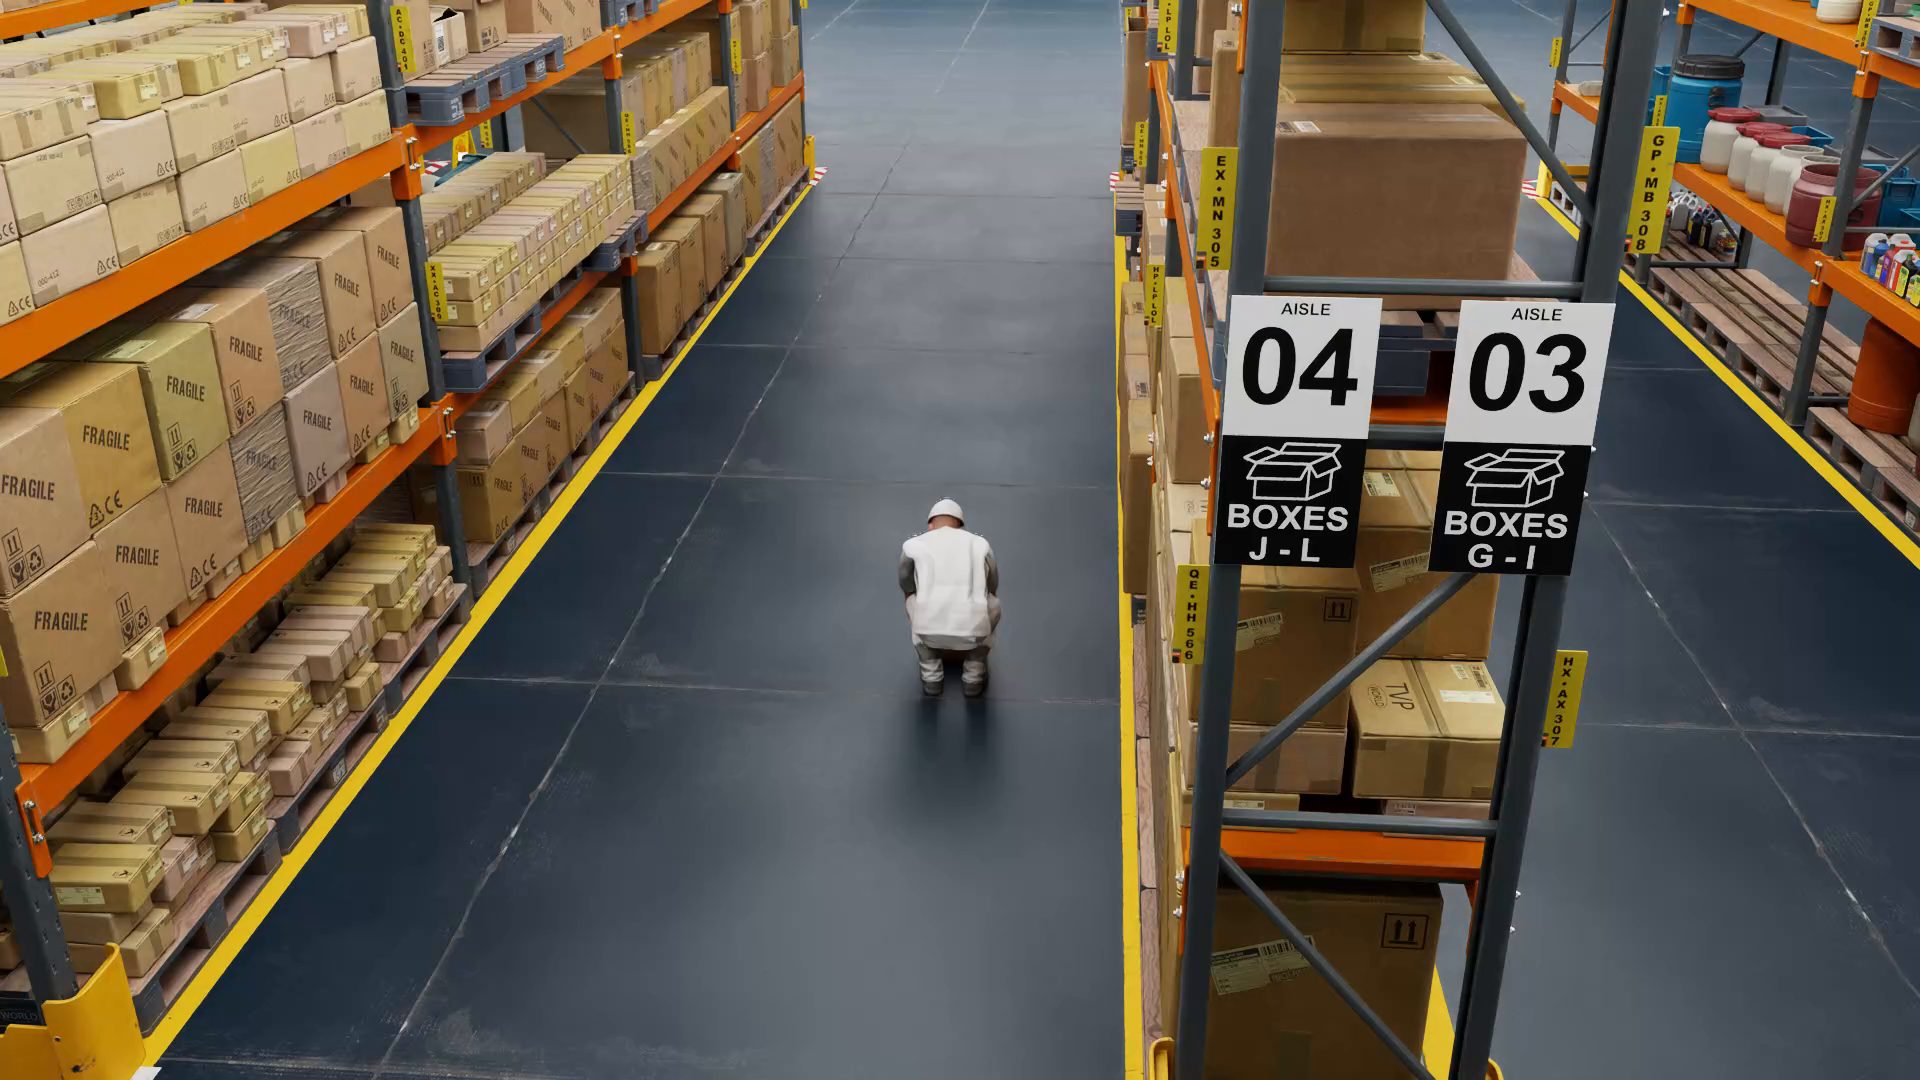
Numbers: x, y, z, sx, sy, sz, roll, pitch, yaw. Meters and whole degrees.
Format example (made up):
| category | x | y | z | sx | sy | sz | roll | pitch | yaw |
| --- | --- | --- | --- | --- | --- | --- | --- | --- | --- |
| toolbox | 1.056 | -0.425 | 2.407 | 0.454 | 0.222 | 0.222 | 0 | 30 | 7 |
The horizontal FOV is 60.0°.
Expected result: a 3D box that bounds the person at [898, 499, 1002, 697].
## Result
| category | x | y | z | sx | sy | sz | roll | pitch | yaw |
| --- | --- | --- | --- | --- | --- | --- | --- | --- | --- |
| person | -0.060 | 0.336 | 8.906 | 0.567 | 0.909 | 0.884 | 2 | 24 | 4 |
